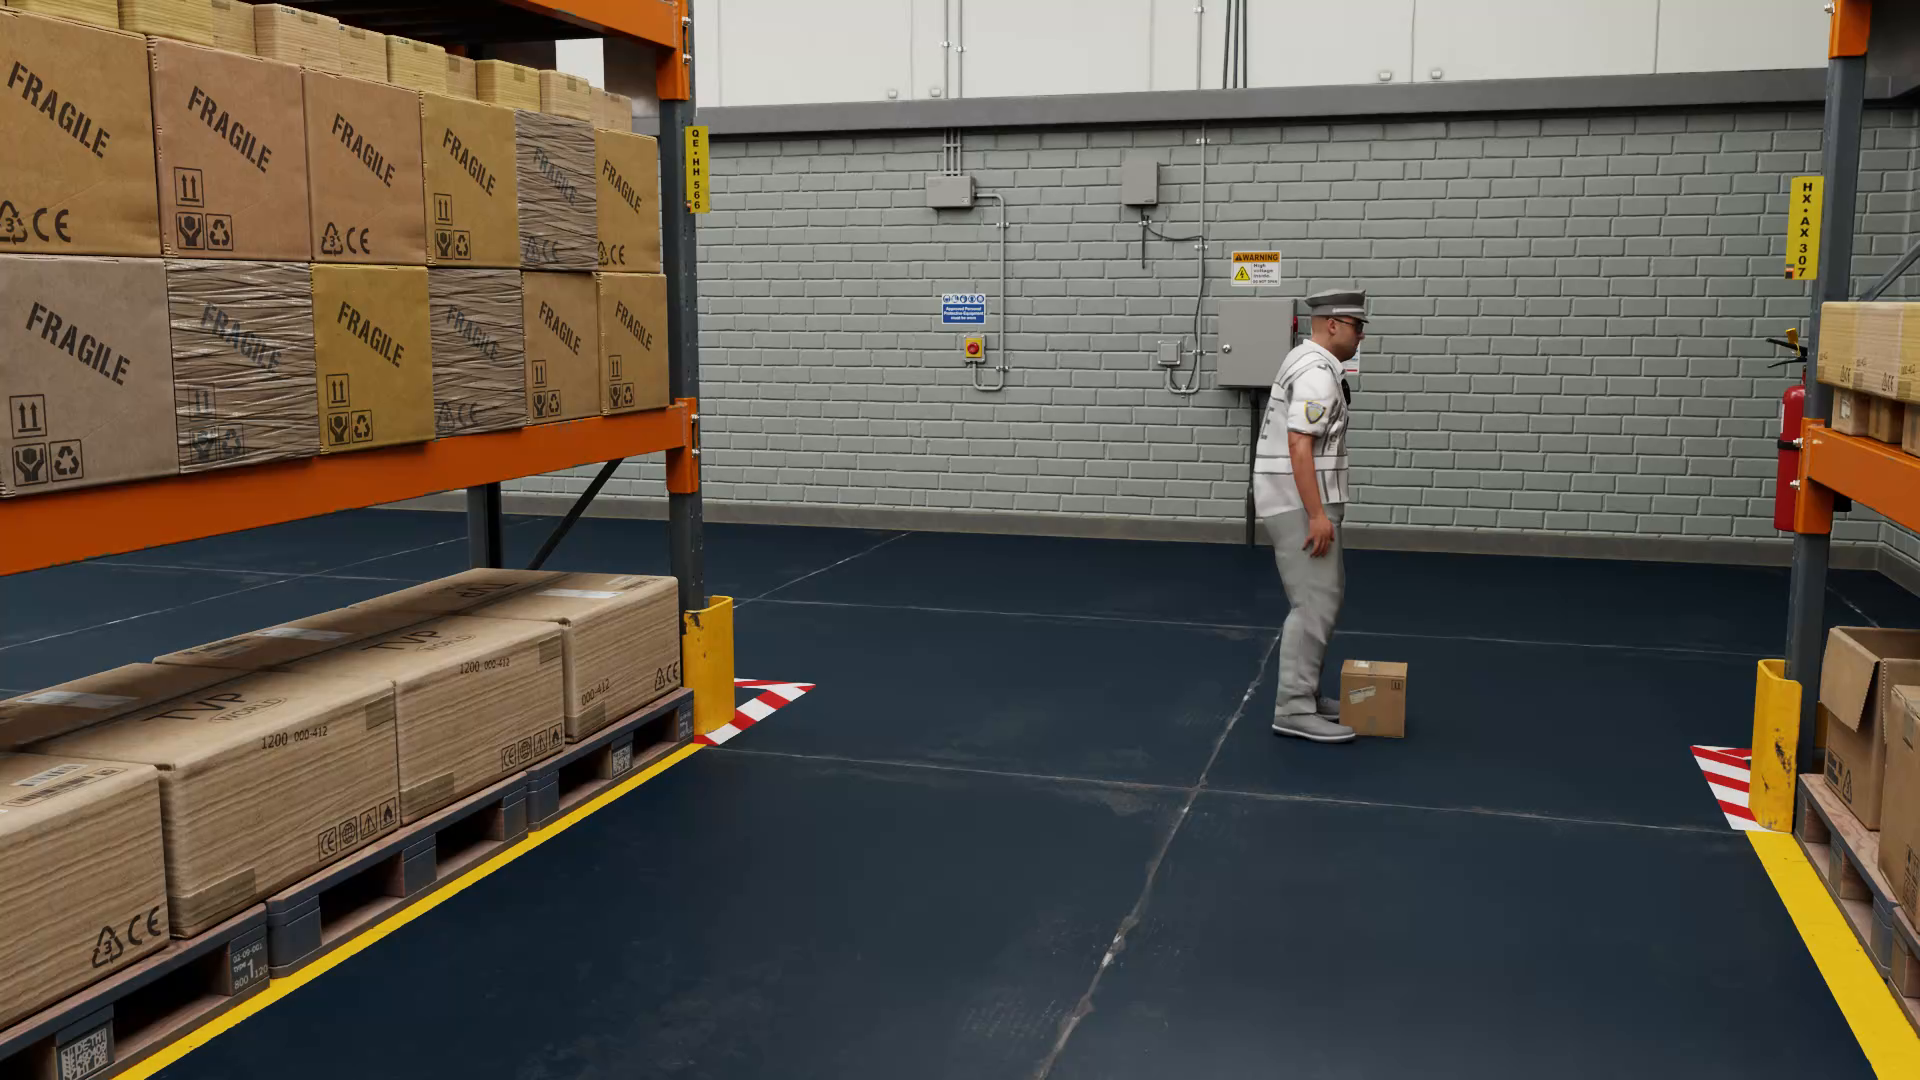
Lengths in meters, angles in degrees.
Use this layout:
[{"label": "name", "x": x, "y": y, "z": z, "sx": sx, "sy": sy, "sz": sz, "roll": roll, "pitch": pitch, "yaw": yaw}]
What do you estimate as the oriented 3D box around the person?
[{"label": "person", "x": 1.394, "y": -0.118, "z": 6.623, "sx": 0.450, "sy": 1.747, "sz": 0.598, "roll": 2, "pitch": 8, "yaw": 13}]
